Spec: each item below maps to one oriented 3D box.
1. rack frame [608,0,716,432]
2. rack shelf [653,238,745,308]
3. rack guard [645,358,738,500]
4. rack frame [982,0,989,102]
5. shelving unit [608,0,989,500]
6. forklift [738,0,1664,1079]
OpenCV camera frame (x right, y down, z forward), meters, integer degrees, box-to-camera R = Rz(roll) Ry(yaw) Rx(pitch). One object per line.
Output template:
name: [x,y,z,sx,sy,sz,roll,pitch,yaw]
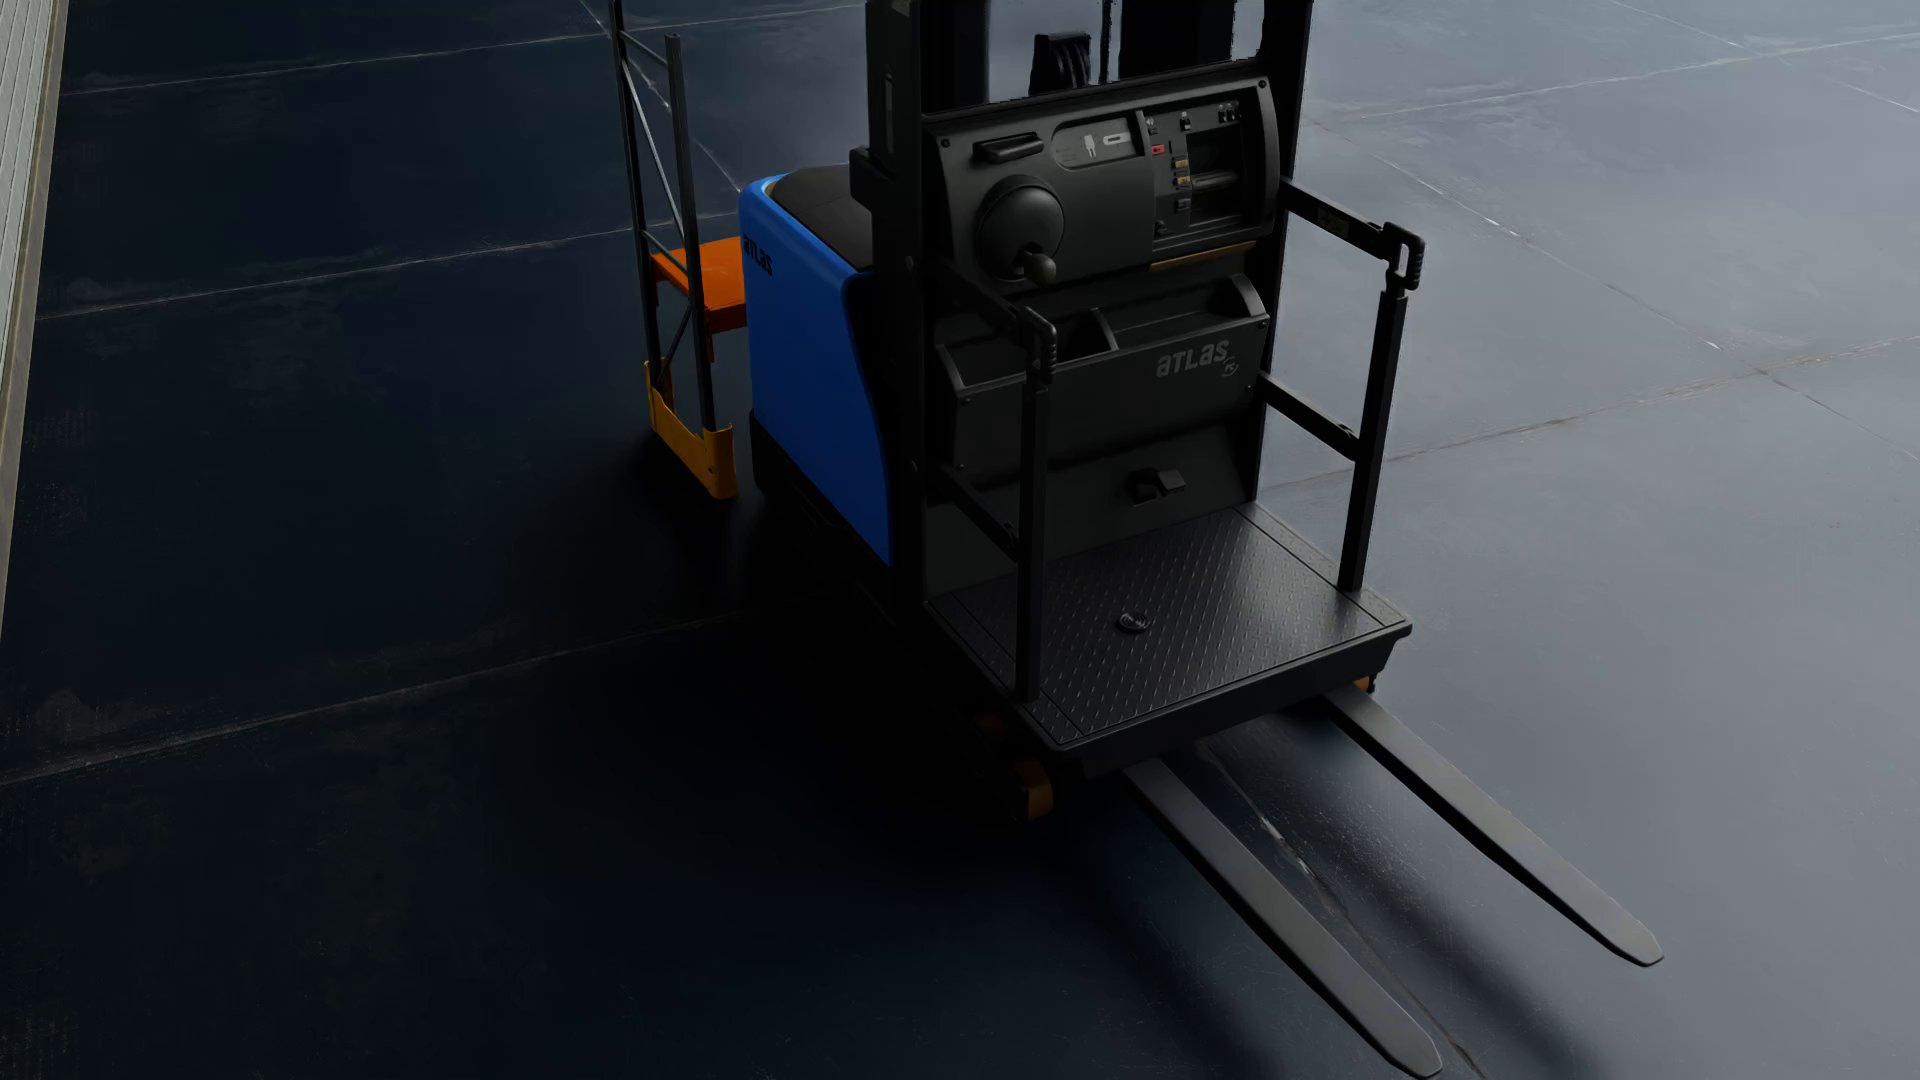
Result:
rack frame: [-0.927,-0.901,5.260,0.032,1.500,0.500,-18,37,-25]
rack shelf: [-0.489,-0.947,5.538,0.952,0.026,0.459,-18,37,-25]
rack guard: [-0.910,-0.383,5.609,0.087,0.250,0.587,-18,37,-25]
rack frame: [-0.051,-1.183,5.693,0.032,1.500,0.500,-18,37,-25]
shelving unit: [-0.481,-1.044,5.480,1.083,1.500,0.587,-18,37,-25]
forklift: [15.804,-1.626,5.061,29.544,2.935,14.953,-16,36,-23]
